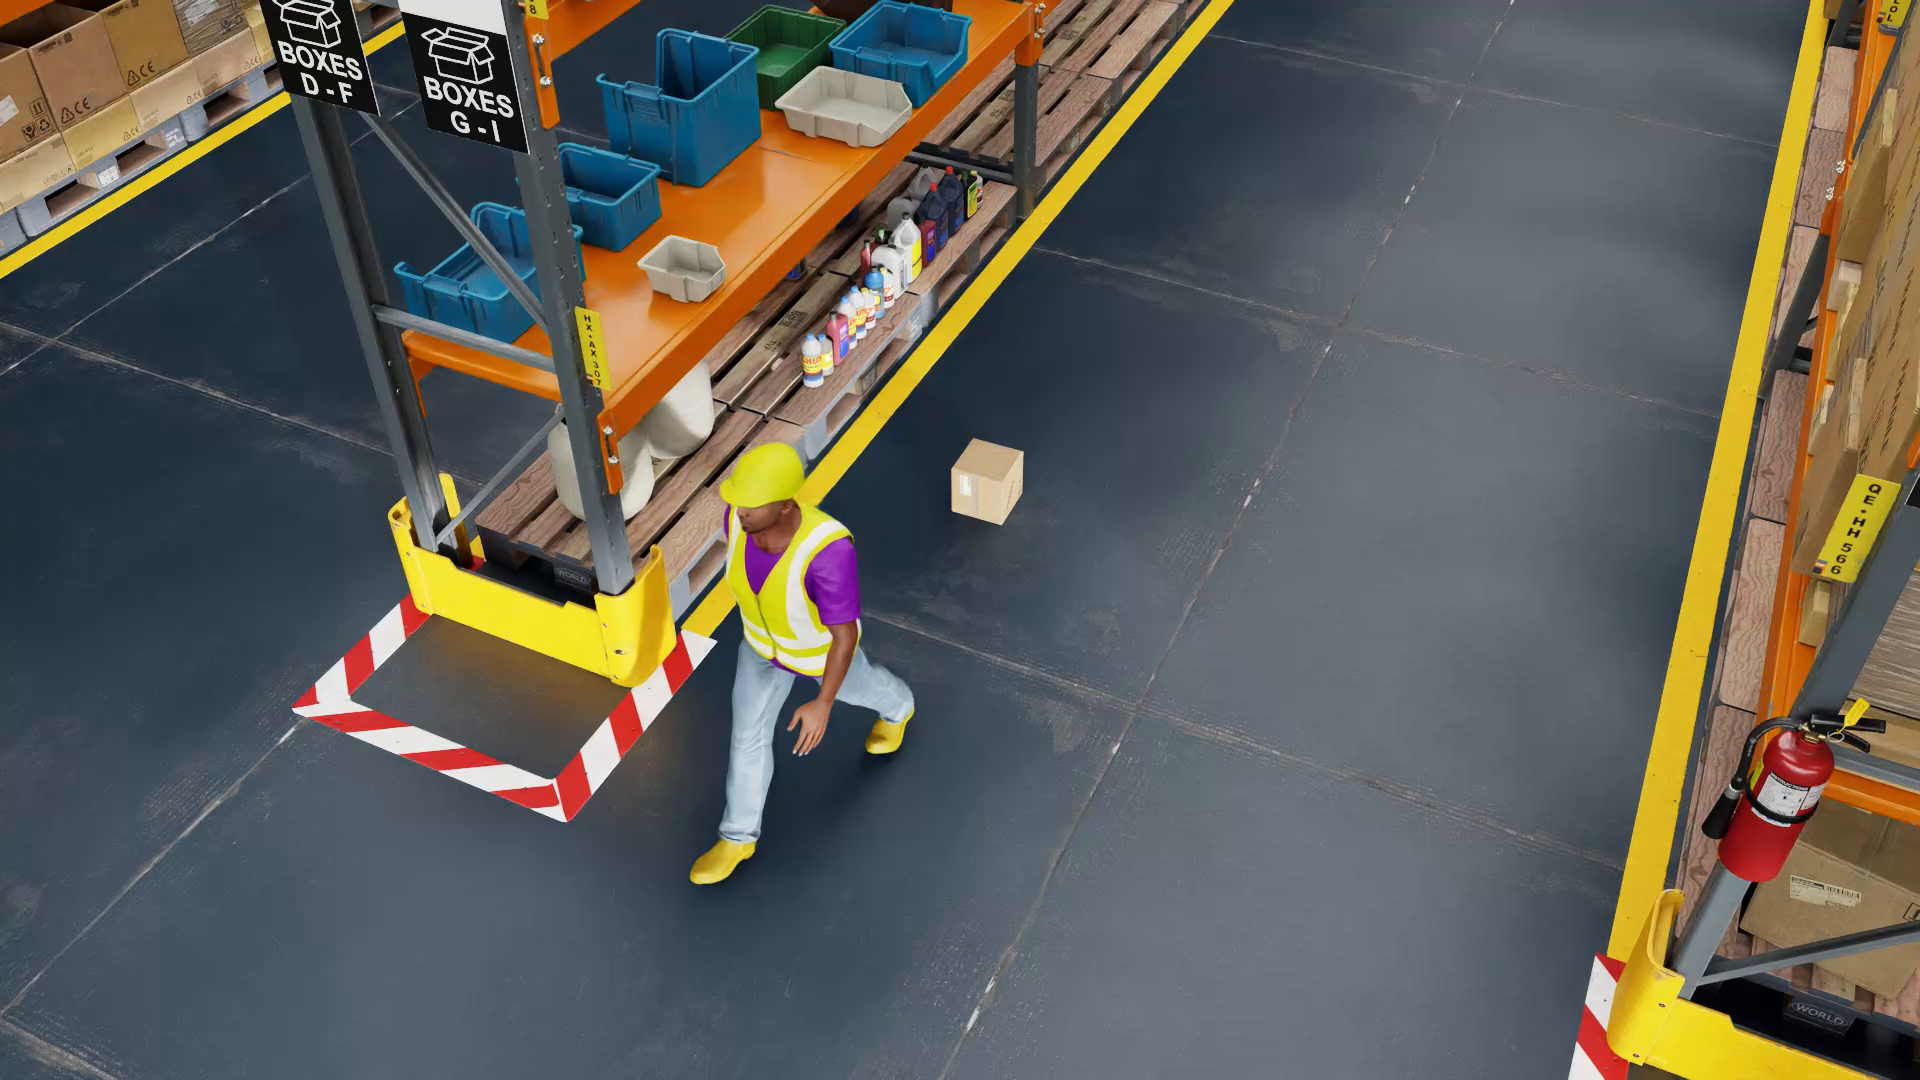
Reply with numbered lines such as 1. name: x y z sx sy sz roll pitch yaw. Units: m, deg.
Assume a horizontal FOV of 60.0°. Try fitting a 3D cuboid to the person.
1. person: -0.573 0.357 5.749 0.626 1.700 1.144 22 46 22
